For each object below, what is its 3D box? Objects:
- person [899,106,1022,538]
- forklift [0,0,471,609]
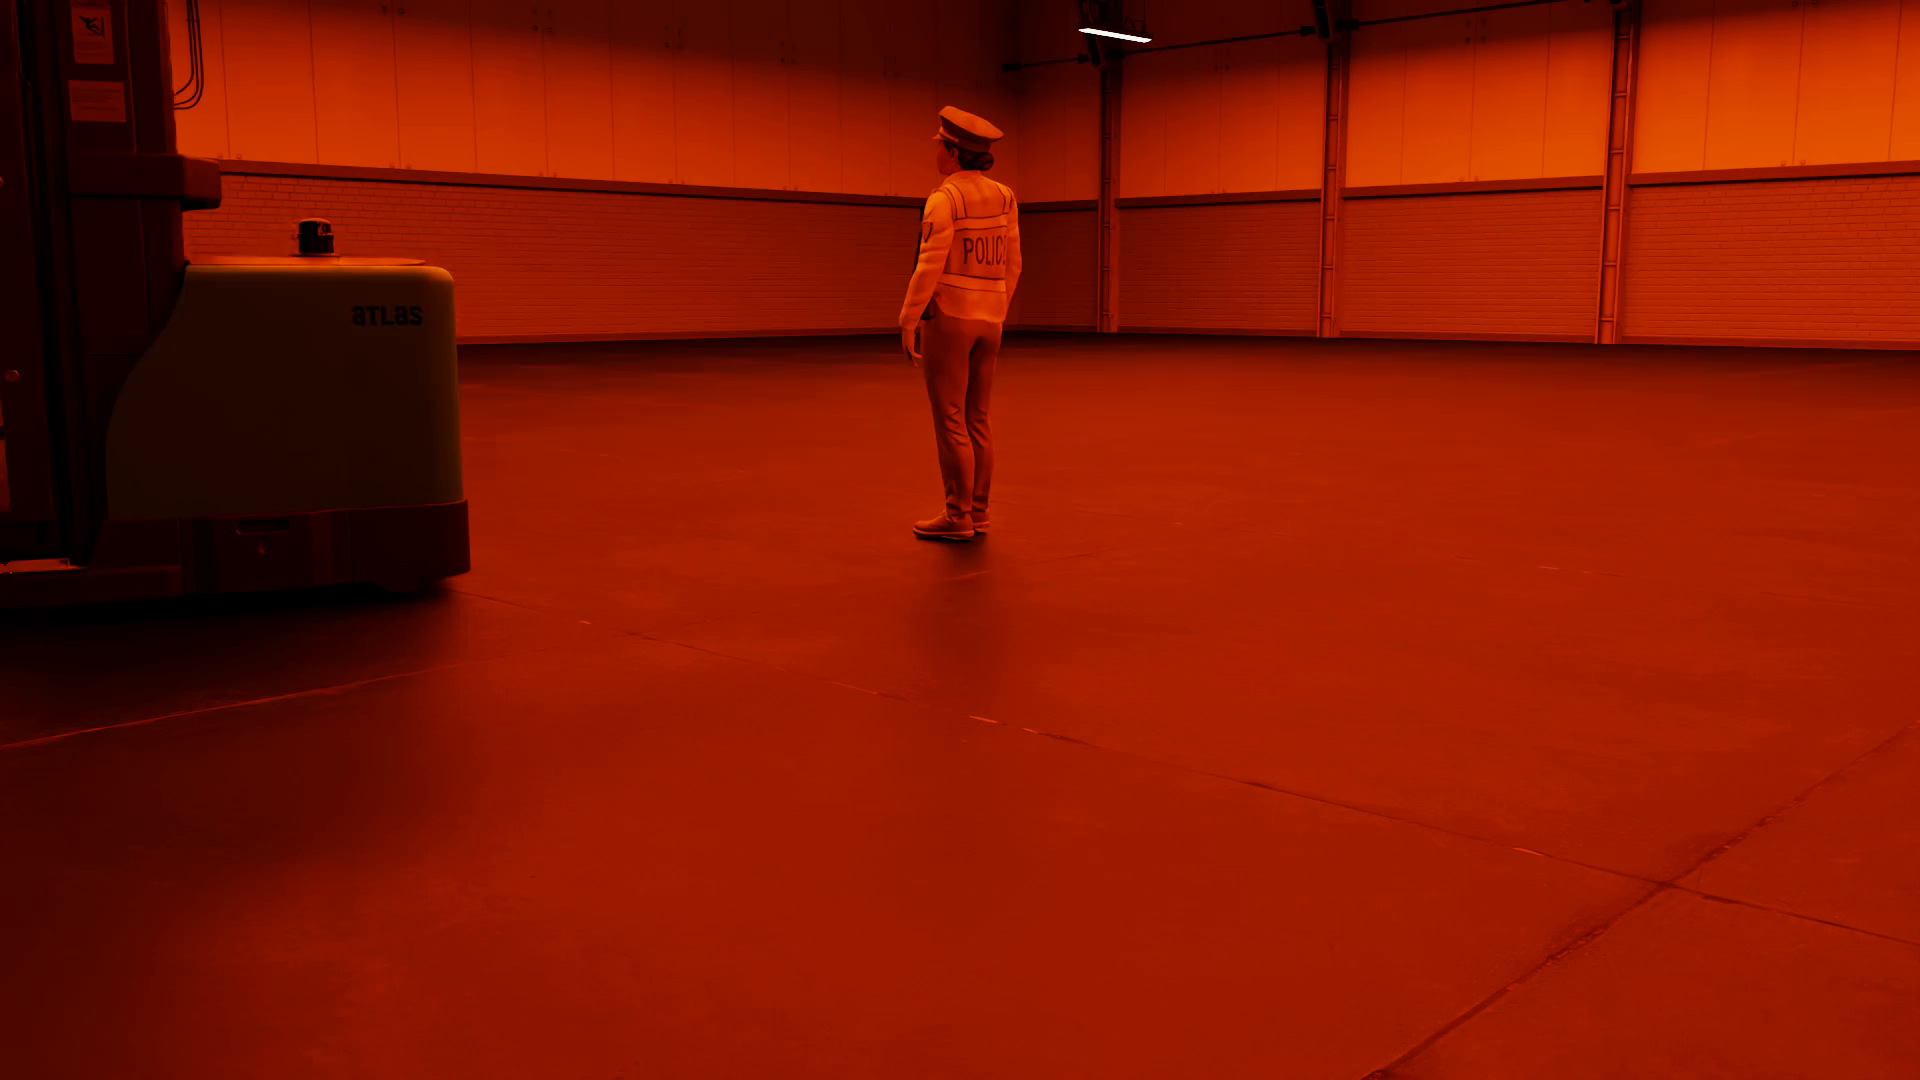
[{"bbox_3d":[-0.044,-0.853,6.641,0.534,1.696,0.587,8,12,43],"label":"person"},{"bbox_3d":[-3.192,-1.241,5.115,3.031,2.935,1.130,-4,9,-24],"label":"forklift"}]
